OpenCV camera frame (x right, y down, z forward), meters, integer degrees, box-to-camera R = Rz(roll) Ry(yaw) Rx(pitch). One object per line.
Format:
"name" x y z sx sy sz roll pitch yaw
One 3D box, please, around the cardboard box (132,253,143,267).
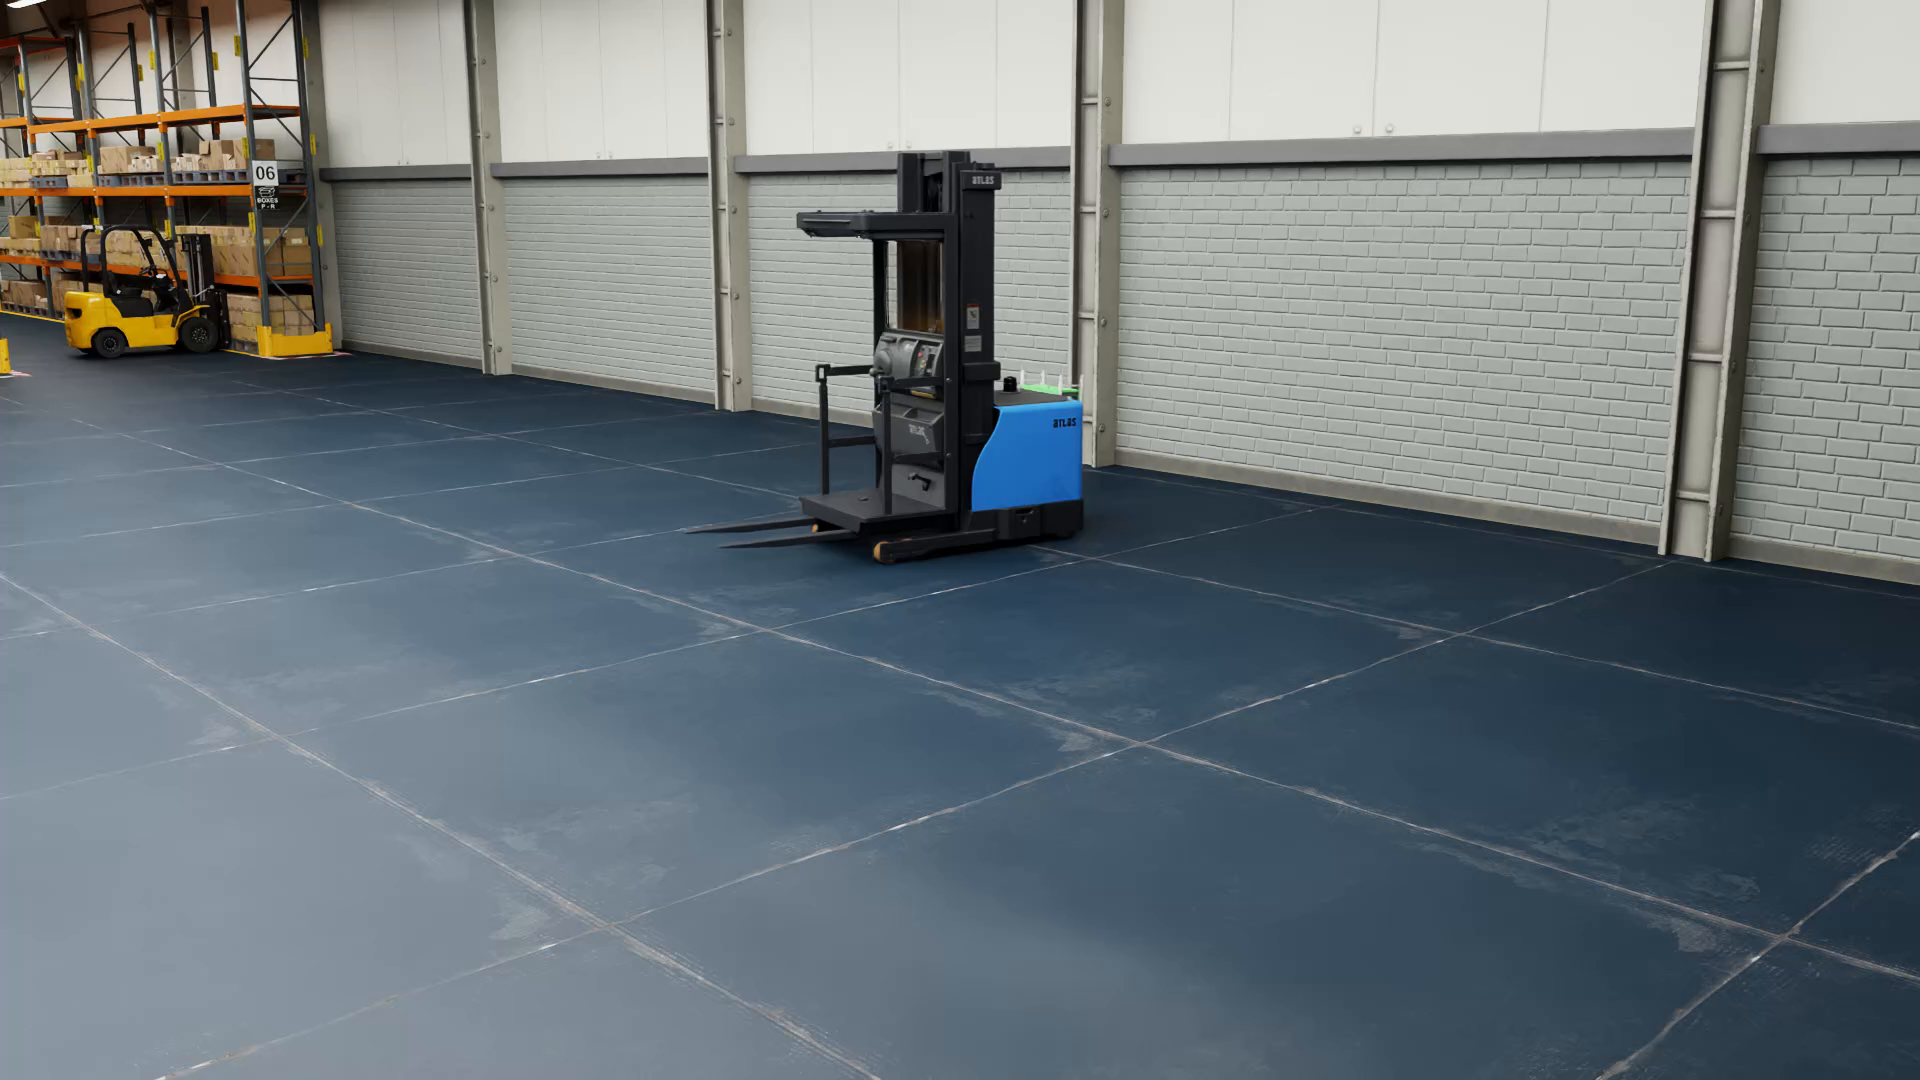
"cardboard box" -15.624 -5.405 32.085 0.500 0.250 0.500 -10 15 -41

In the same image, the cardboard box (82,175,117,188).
"cardboard box" -17.345 -7.238 33.550 0.500 0.250 0.500 11 16 43

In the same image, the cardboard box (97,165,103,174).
"cardboard box" -16.794 -7.318 32.854 0.380 0.166 0.250 -11 16 -43

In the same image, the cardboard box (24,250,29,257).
"cardboard box" -20.731 -6.419 37.256 0.380 0.149 0.250 -11 16 -43

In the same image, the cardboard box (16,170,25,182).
"cardboard box" -20.458 -8.037 36.688 0.500 0.250 0.500 11 16 43

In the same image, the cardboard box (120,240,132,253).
"cardboard box" -15.992 -5.722 32.385 0.500 0.250 0.500 11 16 44

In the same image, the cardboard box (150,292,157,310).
"cardboard box" -14.951 -4.449 31.919 0.875 0.625 0.625 -11 16 -43

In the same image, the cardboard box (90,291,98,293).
"cardboard box" -17.601 -4.889 34.364 0.500 0.500 0.500 -11 16 -43

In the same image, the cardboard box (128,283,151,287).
"cardboard box" -16.950 -5.220 34.363 0.380 0.149 0.250 -10 15 -40

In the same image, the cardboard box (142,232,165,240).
"cardboard box" -15.353 -5.786 31.706 0.380 0.149 0.250 -11 16 -42

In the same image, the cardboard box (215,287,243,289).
"cardboard box" -13.573 -4.522 30.721 0.500 0.250 0.500 -10 16 -41

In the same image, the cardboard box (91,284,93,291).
"cardboard box" -17.700 -5.218 34.350 0.250 0.149 0.380 11 16 43

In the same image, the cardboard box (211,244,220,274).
"cardboard box" -12.881 -4.942 29.217 0.500 0.500 0.500 -11 16 -42

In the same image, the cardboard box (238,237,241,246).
"cardboard box" -12.065 -5.092 28.338 0.380 0.149 0.250 -11 16 -42

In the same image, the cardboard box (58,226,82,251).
"cardboard box" -18.505 -6.348 35.002 0.700 0.500 0.500 -11 16 -43

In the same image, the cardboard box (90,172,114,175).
"cardboard box" -17.234 -7.411 33.399 0.380 0.149 0.250 -10 16 -41

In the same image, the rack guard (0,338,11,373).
"rack guard" -14.930 -2.729 24.917 1.175 0.500 0.348 -11 16 -43

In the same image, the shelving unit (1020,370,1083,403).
"shelving unit" 0.720 -0.773 13.650 0.258 1.200 0.503 -4 12 -37

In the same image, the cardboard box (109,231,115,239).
"cardboard box" -16.623 -6.042 32.949 0.380 0.149 0.250 -10 16 -41

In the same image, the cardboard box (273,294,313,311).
"cardboard box" -11.485 -4.079 28.574 0.500 0.250 0.500 -11 16 -43

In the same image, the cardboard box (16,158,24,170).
"cardboard box" -20.457 -8.285 36.652 0.500 0.250 0.500 -11 16 -43

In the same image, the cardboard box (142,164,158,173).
"cardboard box" -15.032 -6.937 31.048 0.380 0.149 0.250 -11 16 -43

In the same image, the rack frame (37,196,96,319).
"rack frame" -19.577 -6.385 36.472 1.000 3.000 0.127 -11 16 -43

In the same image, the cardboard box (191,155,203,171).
"cardboard box" -13.247 -6.617 29.206 0.258 0.266 0.396 11 16 44

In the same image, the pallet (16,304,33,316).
"pallet" -20.898 -5.298 38.105 1.003 0.211 1.213 -11 16 -43

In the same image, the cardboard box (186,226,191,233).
"cardboard box" -13.788 -5.619 30.160 0.380 0.149 0.250 -11 16 -42

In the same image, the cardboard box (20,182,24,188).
"cardboard box" -20.552 -7.856 36.798 0.380 0.149 0.250 -11 16 -43

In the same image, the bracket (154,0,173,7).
"bracket" -15.233 -10.328 31.822 0.235 0.232 0.430 -11 16 -43

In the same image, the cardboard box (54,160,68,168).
"cardboard box" -18.582 -7.811 34.552 0.380 0.149 0.250 -11 16 -42

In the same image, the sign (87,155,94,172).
"sign" -17.209 -7.449 32.918 0.100 0.325 0.005 -11 16 -43

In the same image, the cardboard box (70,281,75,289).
"cardboard box" -18.745 -5.450 35.477 0.380 0.149 0.250 -11 16 -43

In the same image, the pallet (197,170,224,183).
"pallet" -12.607 -6.345 29.060 1.003 0.211 1.213 -11 16 -43

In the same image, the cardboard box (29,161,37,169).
"cardboard box" -19.688 -8.027 35.604 0.380 0.149 0.250 -10 15 -41

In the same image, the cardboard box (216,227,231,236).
"cardboard box" -12.644 -5.342 28.813 0.380 0.149 0.250 -10 16 -41

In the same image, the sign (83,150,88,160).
"sign" -19.178 -8.379 36.455 0.100 0.325 0.005 -11 16 -43

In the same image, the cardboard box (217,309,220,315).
"cardboard box" -12.906 -3.986 29.360 0.500 0.250 0.500 -11 16 -43

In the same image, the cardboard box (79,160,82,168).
"cardboard box" -17.737 -7.675 33.944 0.380 0.149 0.250 -11 16 -43

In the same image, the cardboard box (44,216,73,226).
"cardboard box" -20.413 -7.079 37.616 0.500 0.500 0.500 11 16 44

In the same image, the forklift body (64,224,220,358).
"forklift body" -13.919 -4.241 28.166 2.313 2.155 1.214 -11 16 -43

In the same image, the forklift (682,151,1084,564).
"forklift" -0.560 -1.383 12.362 3.031 2.935 1.130 -7 14 -31

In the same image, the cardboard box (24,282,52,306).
"cardboard box" -20.707 -5.567 37.650 0.500 0.500 0.700 11 16 43

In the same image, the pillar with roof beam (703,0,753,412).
"pillar with roof beam" -5.946 -5.448 17.056 9.100 9.000 0.400 -11 16 -43

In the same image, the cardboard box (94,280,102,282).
"cardboard box" -18.408 -5.518 35.806 0.380 0.149 0.250 -10 16 -41

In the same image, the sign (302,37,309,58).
"sign" -10.885 -8.184 27.627 0.100 0.325 0.005 -11 16 -43

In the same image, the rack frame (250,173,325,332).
"rack frame" -11.290 -4.634 27.971 1.000 3.000 0.127 -11 16 -43

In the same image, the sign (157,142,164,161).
"sign" -14.438 -7.017 30.044 0.100 0.325 0.005 -11 16 -43

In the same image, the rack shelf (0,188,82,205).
"rack shelf" -20.958 -7.794 37.658 1.077 0.370 4.000 -11 16 -43

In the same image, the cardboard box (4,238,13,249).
"cardboard box" -21.520 -6.791 38.073 0.500 0.250 0.500 -11 16 -44

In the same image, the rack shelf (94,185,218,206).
"rack shelf" -15.434 -6.627 31.991 1.077 0.370 4.000 -11 16 -43

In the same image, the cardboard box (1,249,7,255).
"cardboard box" -22.102 -6.729 38.763 0.380 0.149 0.250 -10 16 -41

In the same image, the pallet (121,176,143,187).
"pallet" -15.507 -6.929 32.144 1.003 0.211 1.213 -10 15 -40
